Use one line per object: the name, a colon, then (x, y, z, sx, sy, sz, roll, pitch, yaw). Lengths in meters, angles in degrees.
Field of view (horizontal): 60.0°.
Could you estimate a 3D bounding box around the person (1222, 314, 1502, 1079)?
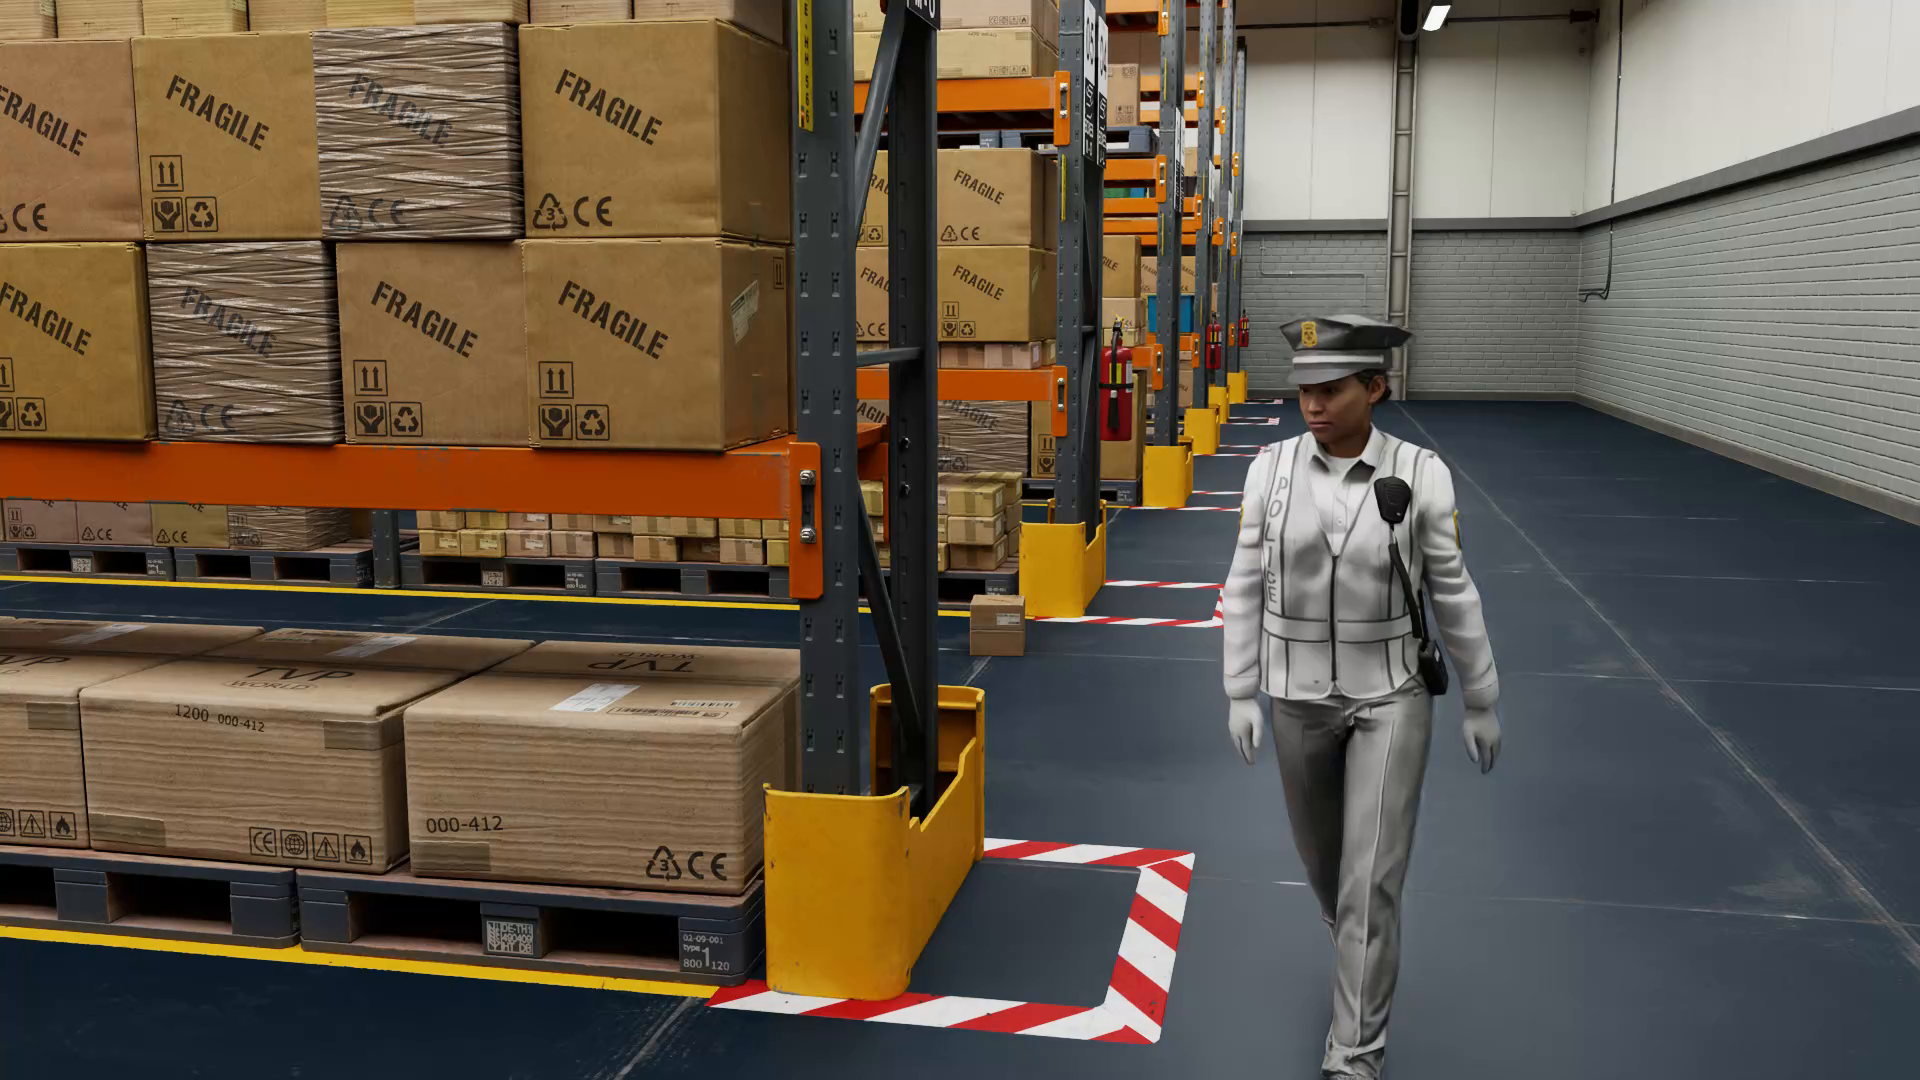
person: (0.838, 0.331, 3.535, 0.580, 1.609, 0.996, 4, 9, 25)
